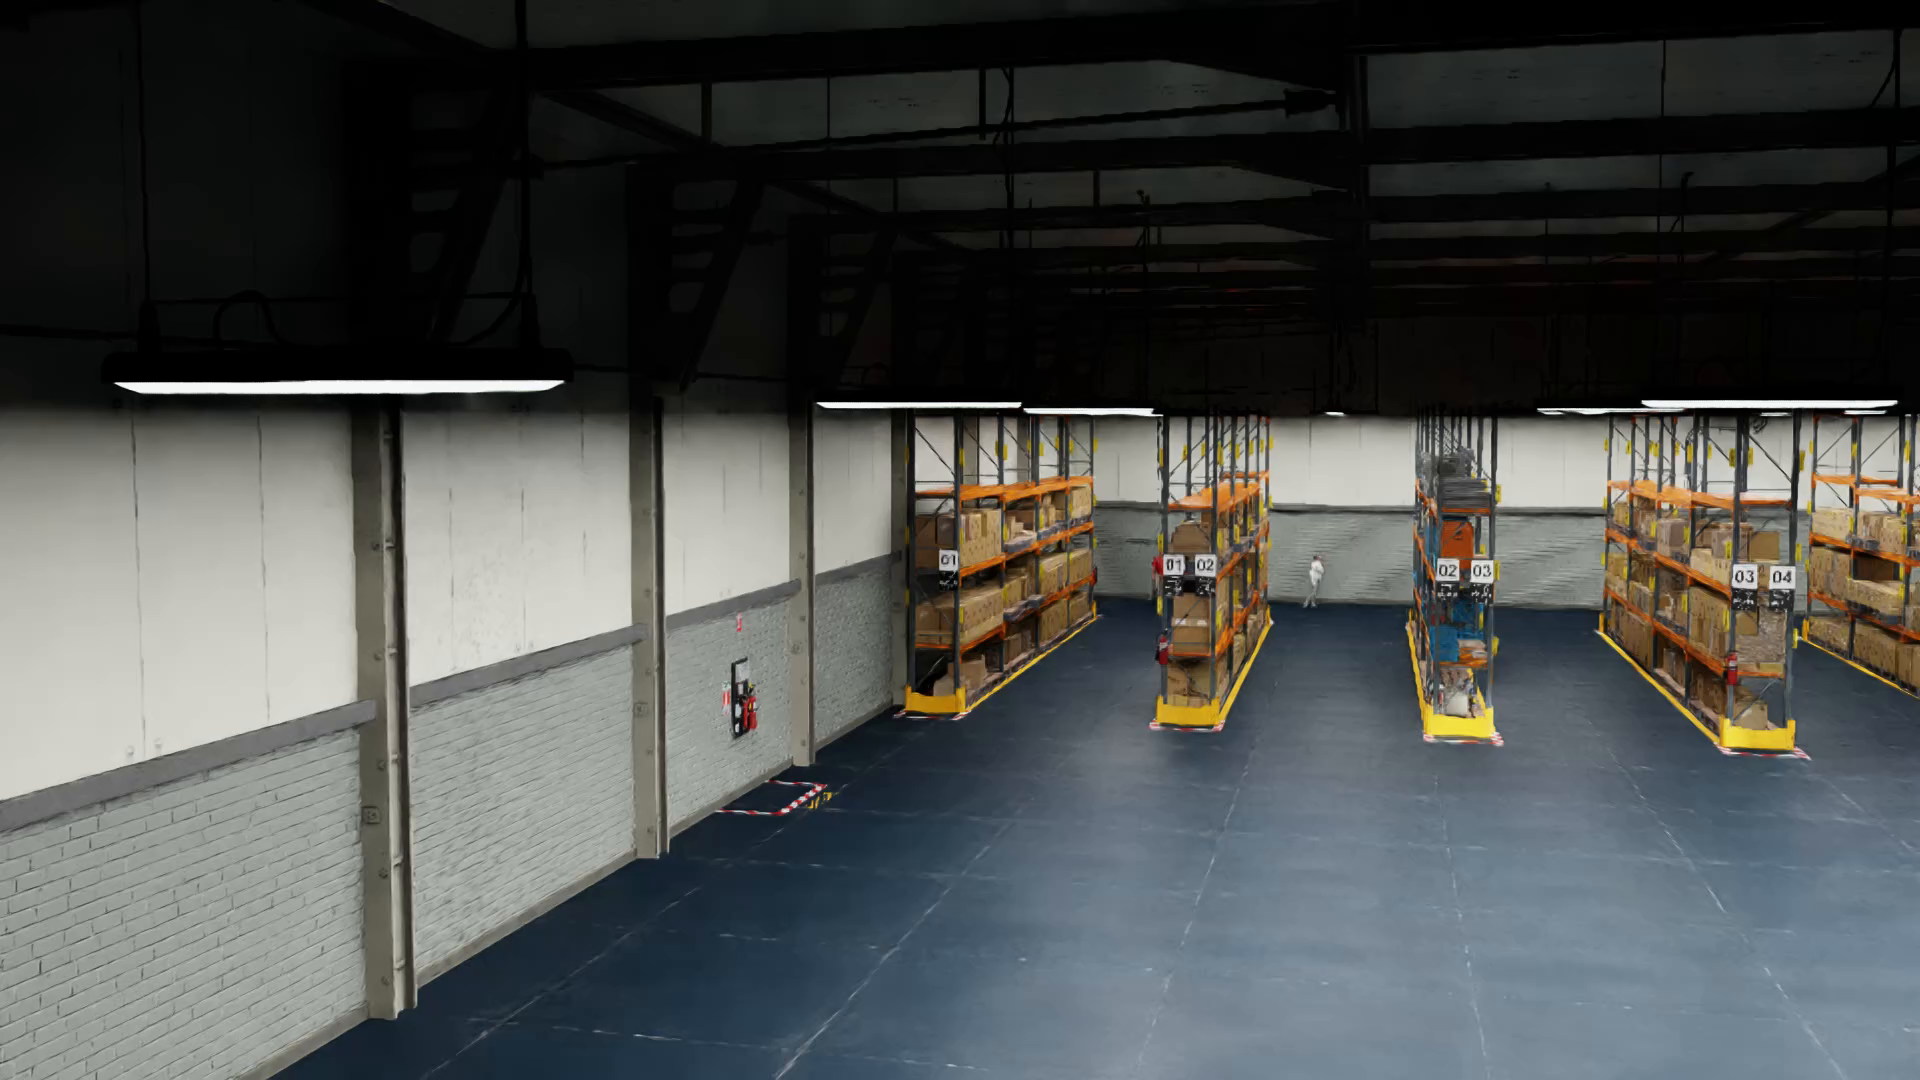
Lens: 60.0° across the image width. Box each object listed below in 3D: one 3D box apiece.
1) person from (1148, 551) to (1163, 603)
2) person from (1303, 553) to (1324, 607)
[{"bbox_3d":[6.168,1.106,51.703,0.596,1.715,0.554,-2,4,-22],"label":"person"},{"bbox_3d":[10.727,1.216,50.414,0.641,1.657,0.454,-4,6,-42],"label":"person"}]
